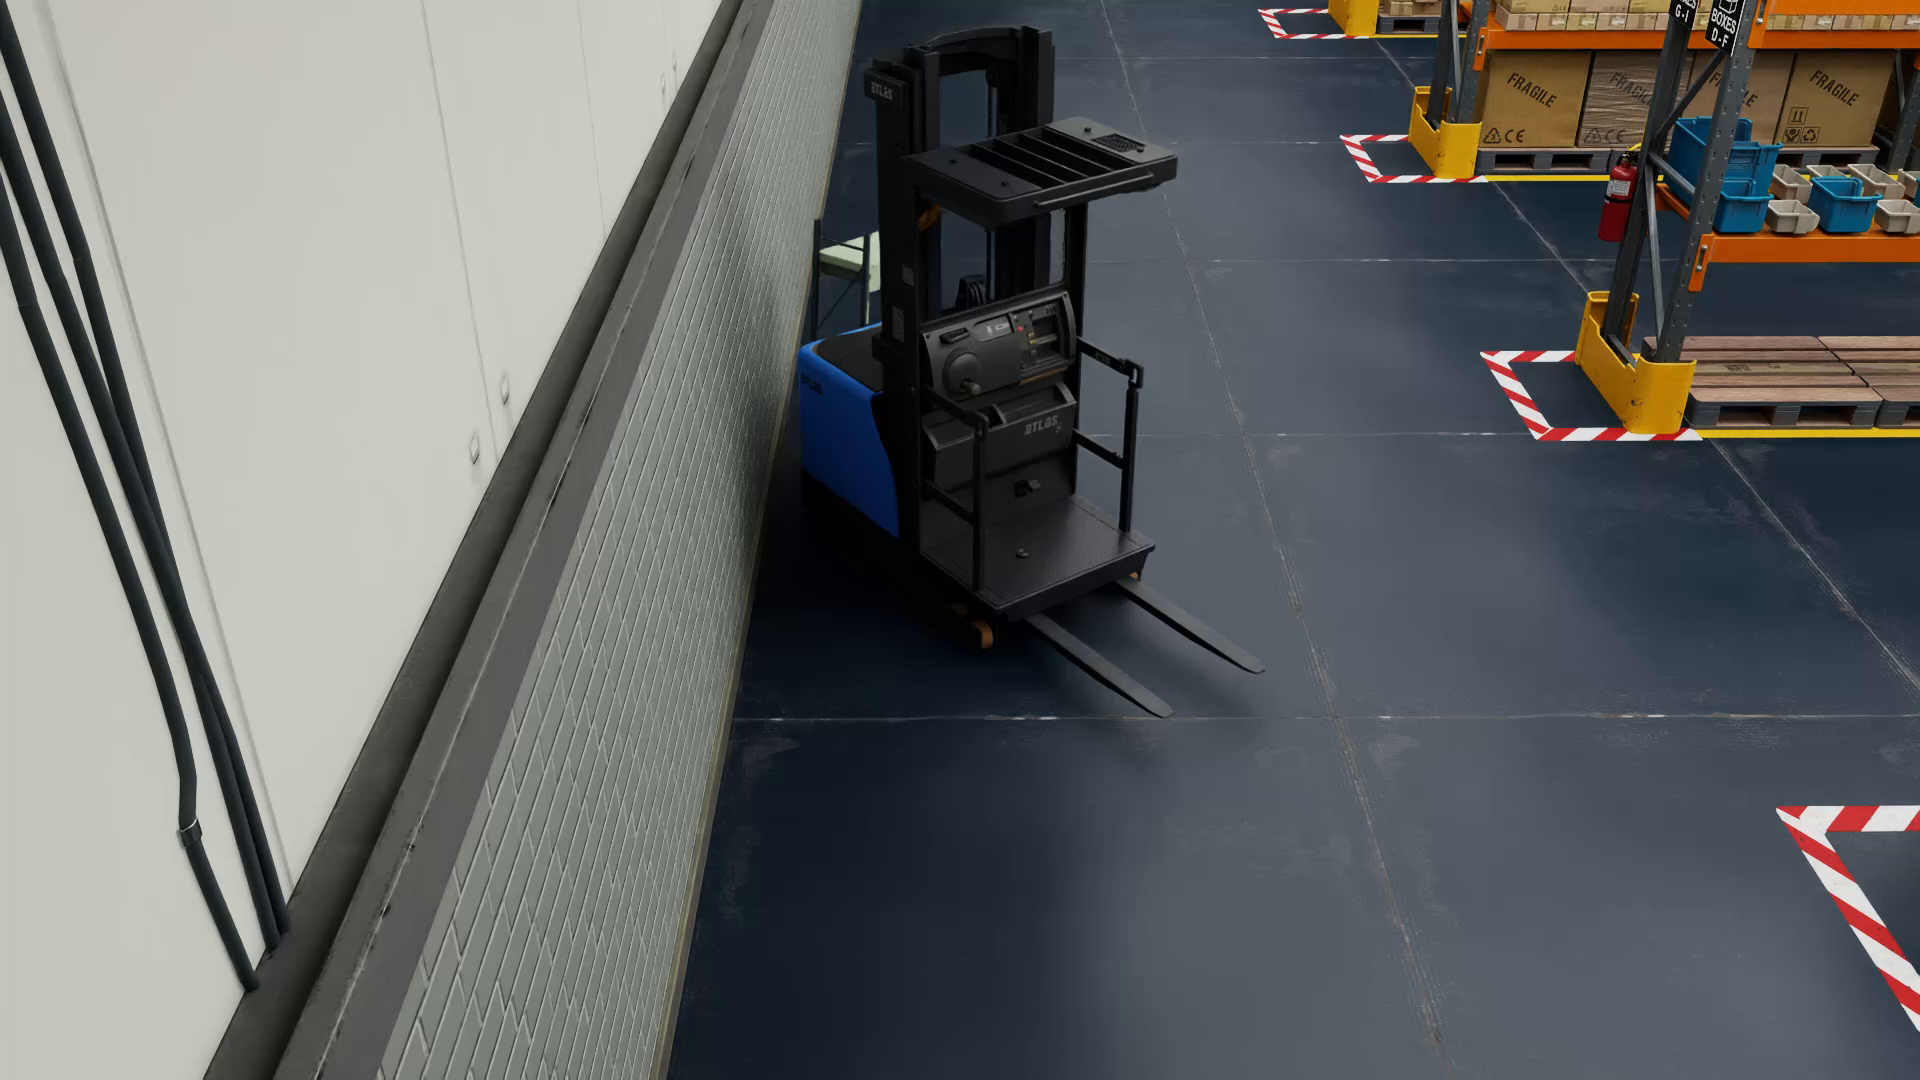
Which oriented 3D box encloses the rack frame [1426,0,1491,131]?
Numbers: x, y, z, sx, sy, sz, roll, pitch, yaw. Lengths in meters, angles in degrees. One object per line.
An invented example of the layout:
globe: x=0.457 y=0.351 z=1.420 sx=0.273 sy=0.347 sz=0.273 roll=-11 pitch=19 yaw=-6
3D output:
rack frame: x=4.496 y=-4.846 z=14.735 sx=0.127 sy=3.000 sz=1.000 roll=0 pitch=31 yaw=0

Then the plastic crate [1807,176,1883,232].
plastic crate: x=5.433 y=-2.063 z=10.251 sx=0.300 sy=0.233 sz=0.416 roll=0 pitch=31 yaw=0

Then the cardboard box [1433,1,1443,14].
cardboard box: x=5.603 y=-6.263 z=19.414 sx=0.250 sy=0.149 sz=0.380 roll=0 pitch=31 yaw=0

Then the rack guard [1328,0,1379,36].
rack guard: x=4.643 y=-6.351 z=19.624 sx=0.348 sy=0.500 sz=1.175 roll=0 pitch=31 yaw=0

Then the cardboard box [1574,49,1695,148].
cardboard box: x=6.045 y=-4.164 z=15.253 sx=0.875 sy=0.875 sz=0.875 roll=0 pitch=31 yaw=0

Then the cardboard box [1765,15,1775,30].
cardboard box: x=6.908 y=-4.576 z=14.532 sx=0.250 sy=0.149 sz=0.380 roll=-1 pitch=31 yaw=-1

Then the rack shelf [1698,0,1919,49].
rack shelf: x=6.526 y=-3.258 z=9.919 sx=4.000 sy=0.370 sz=1.077 roll=0 pitch=31 yaw=0

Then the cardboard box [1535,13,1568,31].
cardboard box: x=5.110 y=-4.570 z=14.522 sx=0.250 sy=0.149 sz=0.380 roll=-1 pitch=31 yaw=-1

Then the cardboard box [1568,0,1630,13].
cardboard box: x=5.497 y=-4.776 z=14.476 sx=0.500 sy=0.250 sz=0.500 roll=-1 pitch=31 yaw=-1

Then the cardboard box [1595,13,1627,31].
cardboard box: x=5.626 y=-4.573 z=14.526 sx=0.250 sy=0.149 sz=0.380 roll=-1 pitch=31 yaw=-1

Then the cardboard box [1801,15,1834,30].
cardboard box: x=7.422 y=-4.578 z=14.535 sx=0.250 sy=0.149 sz=0.380 roll=0 pitch=31 yaw=1

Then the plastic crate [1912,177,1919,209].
plastic crate: x=6.091 y=-2.065 z=10.255 sx=0.300 sy=0.233 sz=0.416 roll=0 pitch=31 yaw=0

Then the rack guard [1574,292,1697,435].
rack guard: x=4.502 y=-1.201 z=11.137 sx=0.348 sy=0.500 sz=1.175 roll=0 pitch=31 yaw=0

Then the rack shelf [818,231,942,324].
rack shelf: x=-0.498 y=-1.611 z=10.026 sx=0.431 sy=0.370 sz=0.720 roll=21 pitch=31 yaw=29

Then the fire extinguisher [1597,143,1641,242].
fire extinguisher: x=4.372 y=-2.320 z=11.005 sx=0.183 sy=0.674 sz=0.296 roll=0 pitch=31 yaw=0

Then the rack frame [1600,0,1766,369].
rack frame: x=4.526 y=-2.277 z=10.500 sx=0.127 sy=3.000 sz=1.000 roll=0 pitch=31 yaw=0

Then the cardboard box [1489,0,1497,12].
cardboard box: x=4.850 y=-4.911 z=15.083 sx=0.250 sy=0.149 sz=0.380 roll=0 pitch=31 yaw=1

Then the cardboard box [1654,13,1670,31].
cardboard box: x=6.139 y=-4.574 z=14.528 sx=0.250 sy=0.149 sz=0.380 roll=0 pitch=31 yaw=-1

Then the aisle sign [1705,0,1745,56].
aisle sign: x=4.456 y=-3.234 z=9.571 sx=0.004 sy=0.787 sz=0.394 roll=0 pitch=31 yaw=0

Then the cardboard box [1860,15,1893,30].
cardboard box: x=7.935 y=-4.579 z=14.537 sx=0.250 sy=0.149 sz=0.380 roll=0 pitch=31 yaw=1

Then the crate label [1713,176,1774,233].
crate label: x=4.775 y=-2.061 z=10.248 sx=0.303 sy=0.233 sz=0.416 roll=0 pitch=31 yaw=0

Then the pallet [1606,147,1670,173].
pallet: x=6.512 y=-3.699 z=15.533 sx=1.213 sy=0.211 sz=1.003 roll=0 pitch=31 yaw=0

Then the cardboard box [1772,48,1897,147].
cardboard box: x=7.835 y=-4.169 z=15.262 sx=0.875 sy=0.875 sz=0.875 roll=0 pitch=31 yaw=0

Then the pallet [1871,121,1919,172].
pallet: x=9.267 y=-3.708 z=15.547 sx=1.213 sy=0.211 sz=1.003 roll=0 pitch=31 yaw=0

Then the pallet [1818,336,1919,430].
pallet: x=6.568 y=-1.069 z=11.198 sx=1.213 sy=0.211 sz=1.003 roll=0 pitch=31 yaw=0

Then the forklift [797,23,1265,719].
forklift: x=0.338 y=-0.960 z=8.396 sx=1.130 sy=2.935 sz=3.031 roll=-21 pitch=37 yaw=-30

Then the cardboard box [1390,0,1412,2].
cardboard box: x=5.093 y=-6.375 z=19.312 sx=0.250 sy=0.149 sz=0.380 roll=1 pitch=31 yaw=2

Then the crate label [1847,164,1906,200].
crate label: x=5.909 y=-2.293 z=10.723 sx=0.243 sy=0.136 sz=0.396 roll=0 pitch=31 yaw=0

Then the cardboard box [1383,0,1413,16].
cardboard box: x=5.093 y=-6.215 z=19.335 sx=0.250 sy=0.149 sz=0.380 roll=0 pitch=31 yaw=1

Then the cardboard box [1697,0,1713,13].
cardboard box: x=6.522 y=-4.780 z=14.483 sx=0.500 sy=0.250 sz=0.500 roll=-1 pitch=31 yaw=-1

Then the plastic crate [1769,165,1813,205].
plastic crate: x=5.340 y=-2.286 z=10.712 sx=0.243 sy=0.136 sz=0.396 roll=0 pitch=31 yaw=0

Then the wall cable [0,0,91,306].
wall cable: x=-1.089 y=-2.105 z=2.559 sx=0.112 sy=2.526 sz=3.097 roll=0 pitch=31 yaw=0

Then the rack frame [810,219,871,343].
rack frame: x=-0.732 y=-1.141 z=9.926 sx=0.400 sy=1.500 sz=0.023 roll=21 pitch=31 yaw=29

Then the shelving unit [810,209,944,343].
shelving unit: x=-0.525 y=-1.264 z=10.202 sx=0.431 sy=1.500 sz=0.755 roll=21 pitch=31 yaw=29
